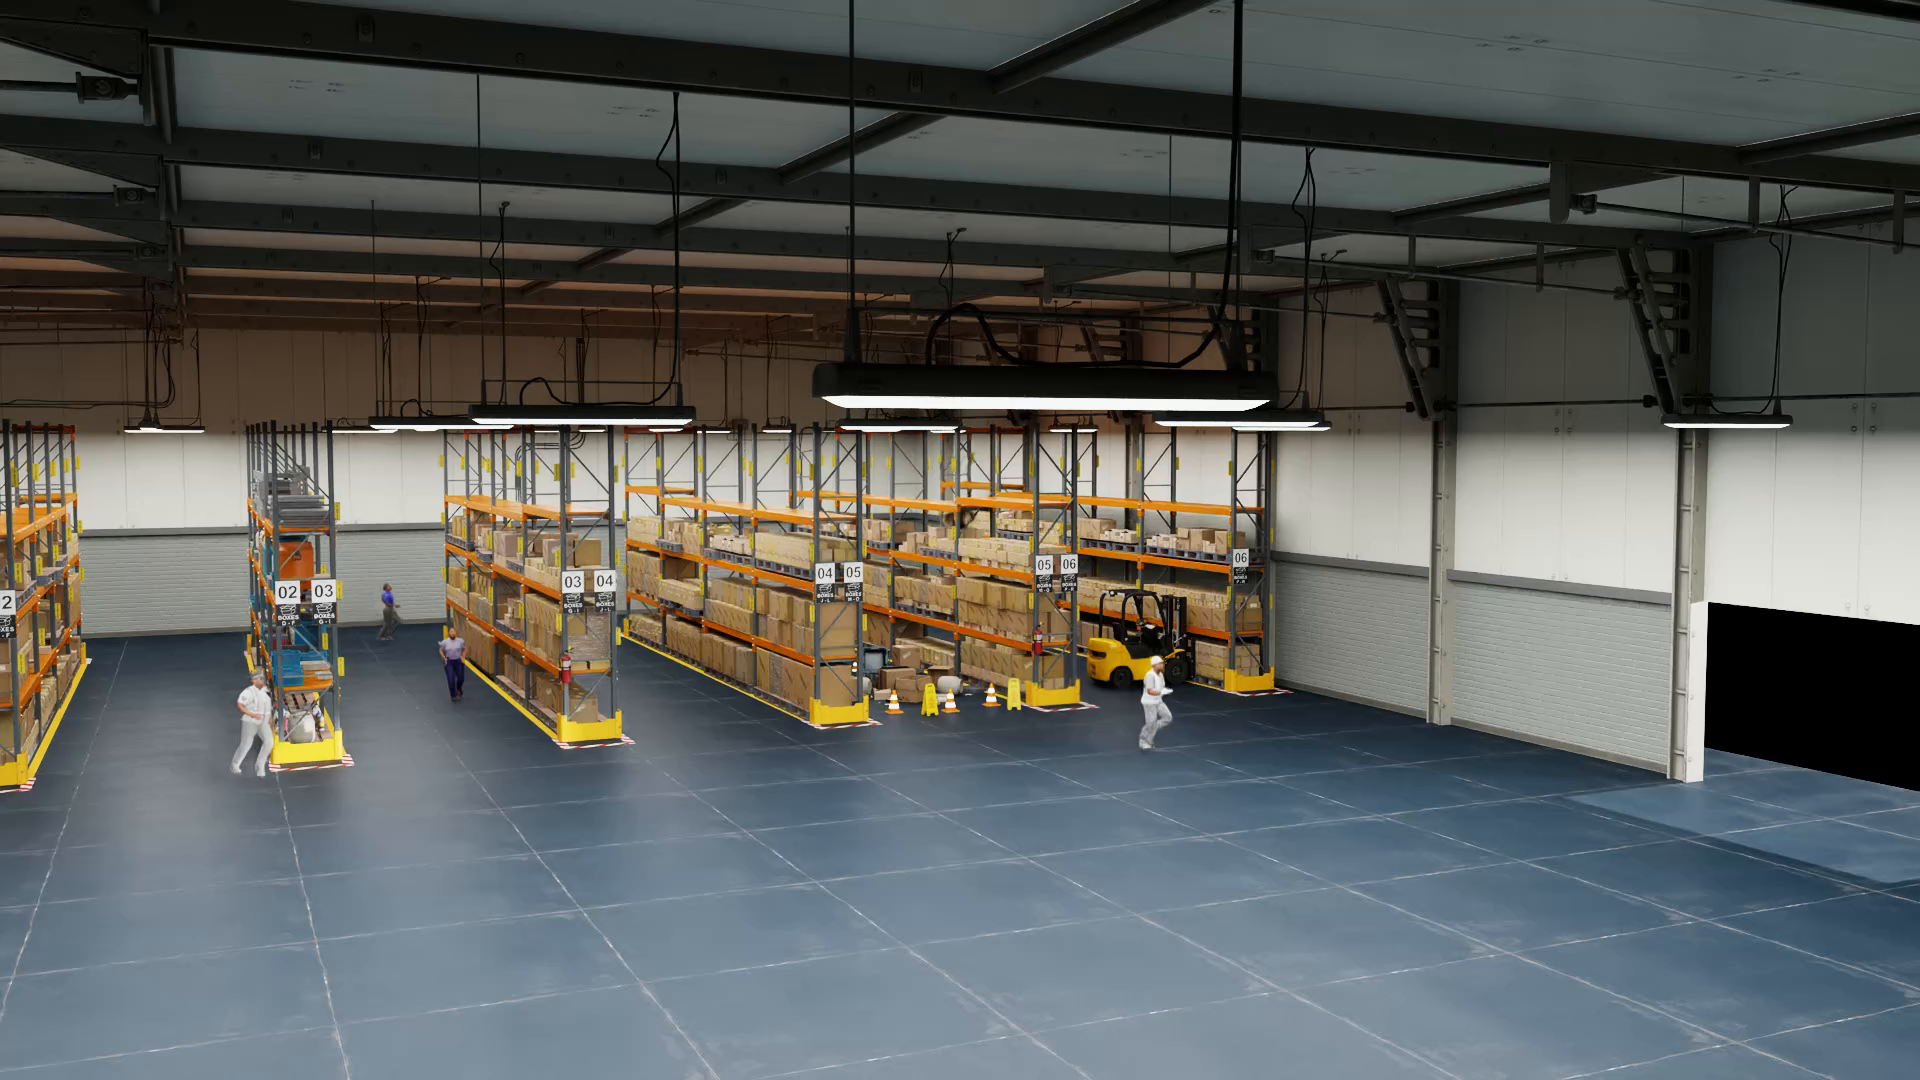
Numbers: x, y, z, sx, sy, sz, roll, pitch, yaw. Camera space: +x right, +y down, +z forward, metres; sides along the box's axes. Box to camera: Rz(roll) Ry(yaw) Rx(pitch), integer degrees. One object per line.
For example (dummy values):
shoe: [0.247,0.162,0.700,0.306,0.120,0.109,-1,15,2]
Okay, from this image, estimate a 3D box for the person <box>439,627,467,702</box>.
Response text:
person: [-10.929,2.680,35.878,0.570,1.601,0.524,-1,4,-20]

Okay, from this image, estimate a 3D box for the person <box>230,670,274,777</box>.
person: [-11.909,3.112,28.149,0.679,1.802,0.730,2,4,30]

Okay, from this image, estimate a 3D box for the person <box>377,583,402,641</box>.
person: [-15.957,2.011,46.478,0.664,1.638,0.582,-1,4,-10]

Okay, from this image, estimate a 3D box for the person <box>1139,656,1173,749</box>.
person: [3.562,2.953,30.182,0.728,1.721,0.722,2,4,32]
